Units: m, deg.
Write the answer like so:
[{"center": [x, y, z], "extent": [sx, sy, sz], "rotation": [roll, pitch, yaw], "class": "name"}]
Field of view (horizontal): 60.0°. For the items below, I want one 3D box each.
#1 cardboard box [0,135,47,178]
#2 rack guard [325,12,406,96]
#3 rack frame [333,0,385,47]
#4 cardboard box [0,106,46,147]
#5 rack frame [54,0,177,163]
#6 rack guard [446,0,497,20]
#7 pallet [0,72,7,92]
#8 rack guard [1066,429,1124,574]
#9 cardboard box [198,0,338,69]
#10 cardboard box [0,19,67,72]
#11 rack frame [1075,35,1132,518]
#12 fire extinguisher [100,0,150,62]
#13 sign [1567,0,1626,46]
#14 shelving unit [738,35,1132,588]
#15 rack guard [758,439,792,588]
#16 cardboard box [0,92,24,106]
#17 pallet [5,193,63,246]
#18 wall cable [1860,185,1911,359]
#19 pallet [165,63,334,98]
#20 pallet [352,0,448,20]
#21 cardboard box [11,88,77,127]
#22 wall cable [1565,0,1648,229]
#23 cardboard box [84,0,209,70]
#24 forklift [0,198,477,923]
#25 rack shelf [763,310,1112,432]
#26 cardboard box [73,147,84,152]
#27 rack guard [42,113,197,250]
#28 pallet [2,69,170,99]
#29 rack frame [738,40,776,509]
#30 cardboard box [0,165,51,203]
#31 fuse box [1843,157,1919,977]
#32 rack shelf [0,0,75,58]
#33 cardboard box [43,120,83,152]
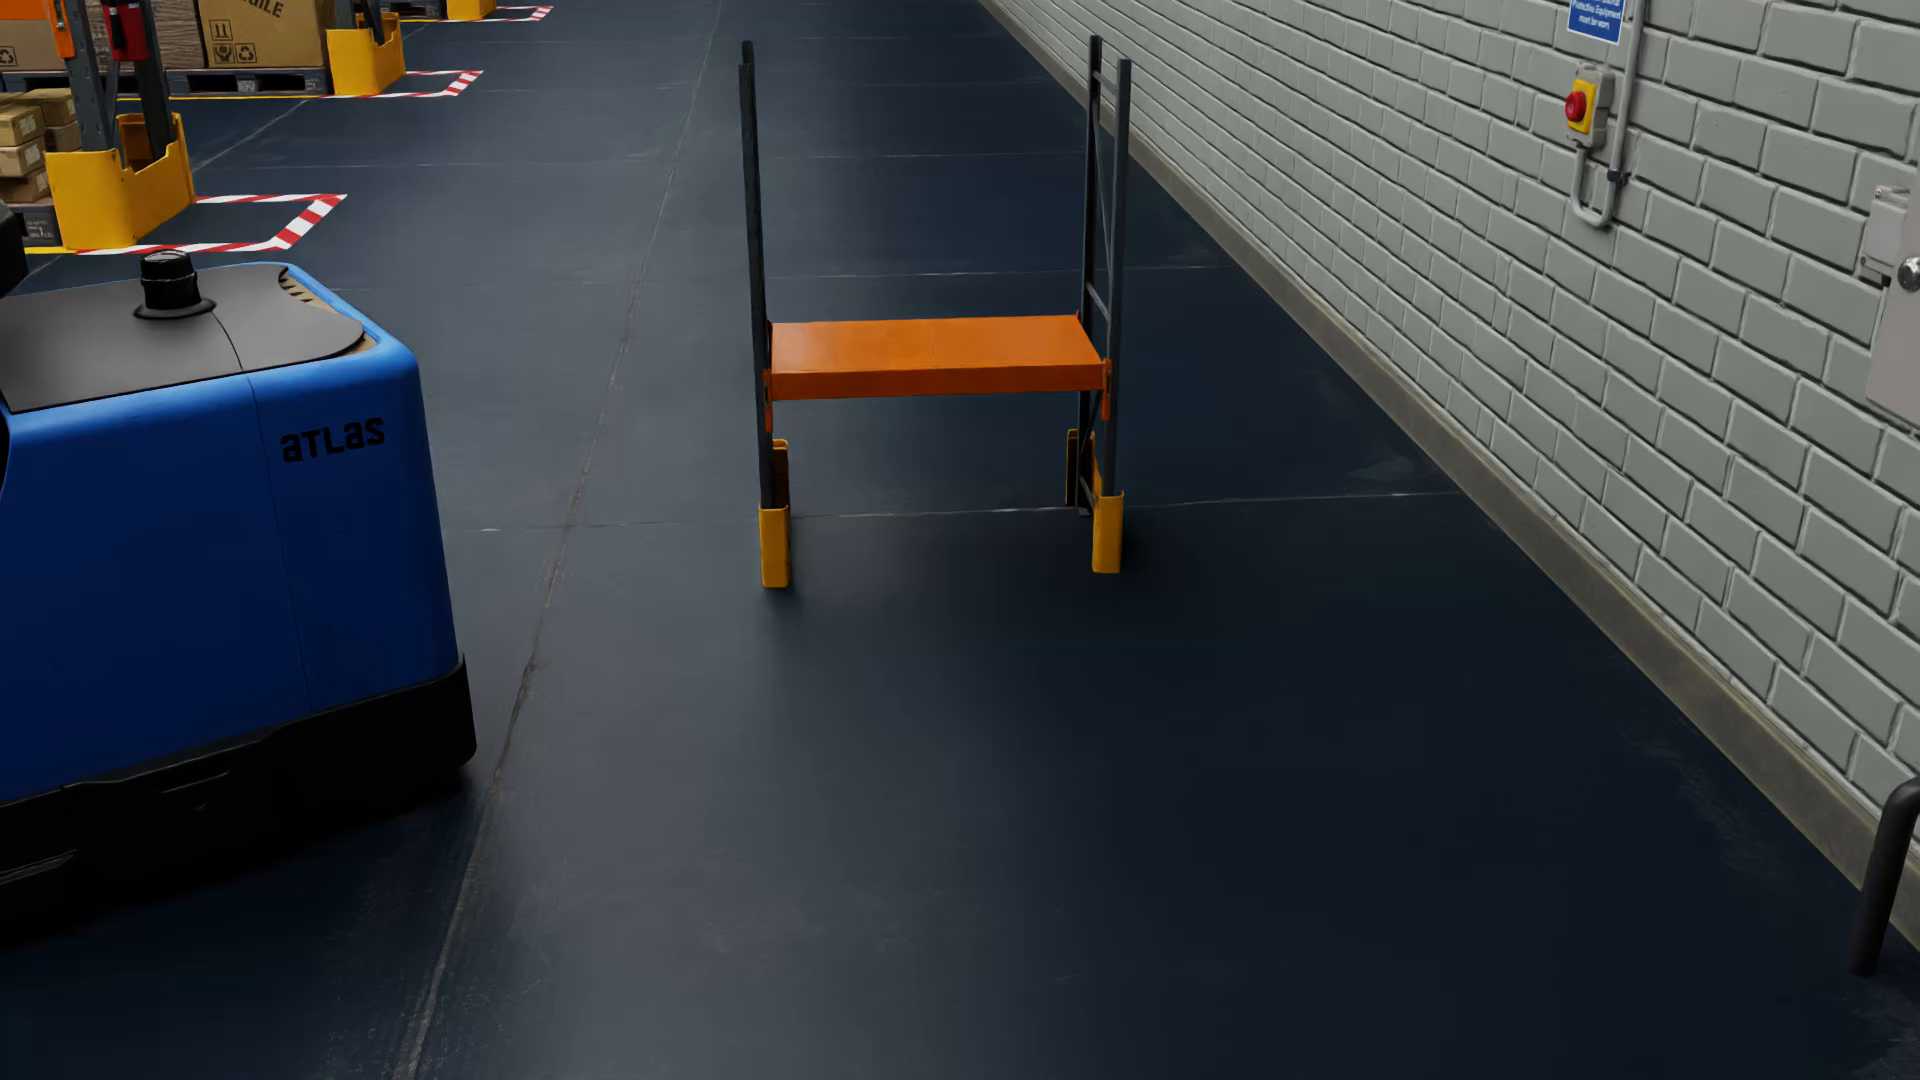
[{"center": [-4.982, -2.009, 8.704], "extent": [0.250, 0.149, 0.380], "rotation": [-3, 24, -7], "class": "cardboard box"}, {"center": [-4.848, -3.988, 13.607], "extent": [0.348, 0.500, 1.175], "rotation": [-2, 24, -5], "class": "rack guard"}, {"center": [-4.872, -5.130, 13.098], "extent": [0.127, 3.000, 1.000], "rotation": [-2, 24, -5], "class": "rack frame"}, {"center": [-4.987, -2.158, 8.673], "extent": [0.250, 0.149, 0.380], "rotation": [-2, 24, -5], "class": "cardboard box"}, {"center": [-4.485, -3.121, 8.578], "extent": [0.127, 3.000, 1.000], "rotation": [-2, 24, -5], "class": "rack frame"}, {"center": [-5.336, -5.995, 18.123], "extent": [0.348, 0.500, 1.175], "rotation": [-2, 24, -5], "class": "rack guard"}, {"center": [-8.088, -3.694, 13.302], "extent": [1.213, 0.211, 1.003], "rotation": [-2, 24, -5], "class": "pallet"}, {"center": [0.420, -0.131, 5.237], "extent": [0.087, 0.250, 0.587], "rotation": [-2, 24, -5], "class": "rack guard"}, {"center": [-5.501, -4.293, 13.314], "extent": [0.875, 0.875, 0.875], "rotation": [-2, 24, -5], "class": "cardboard box"}, {"center": [-7.292, -4.221, 13.152], "extent": [0.875, 0.875, 0.875], "rotation": [-2, 24, -5], "class": "cardboard box"}, {"center": [0.421, -0.702, 4.983], "extent": [0.032, 1.500, 0.500], "rotation": [-2, 24, -5], "class": "rack frame"}, {"center": [-4.189, -2.738, 8.272], "extent": [0.183, 0.674, 0.296], "rotation": [-2, 24, -5], "class": "fire extinguisher"}, {"center": [1.767, -1.504, 4.608], "extent": [0.001, 0.218, 0.327], "rotation": [-2, 24, -5], "class": "sign"}, {"center": [-0.076, -0.682, 4.939], "extent": [1.083, 1.500, 0.587], "rotation": [-2, 24, -5], "class": "shelving unit"}, {"center": [-0.571, -0.091, 5.148], "extent": [0.087, 0.250, 0.587], "rotation": [-2, 24, -5], "class": "rack guard"}, {"center": [-5.302, -2.339, 9.079], "extent": [0.250, 0.149, 0.380], "rotation": [-2, 24, -4], "class": "cardboard box"}, {"center": [-5.373, -1.825, 9.097], "extent": [1.213, 0.211, 1.003], "rotation": [-2, 24, -5], "class": "pallet"}, {"center": [1.862, -1.250, 3.118], "extent": [0.122, 1.984, 0.588], "rotation": [-2, 24, -5], "class": "wall cable"}, {"center": [-5.660, -3.792, 13.521], "extent": [1.213, 0.211, 1.003], "rotation": [-2, 24, -5], "class": "pallet"}, {"center": [-6.183, -5.840, 18.129], "extent": [1.213, 0.211, 1.003], "rotation": [-2, 24, -5], "class": "pallet"}, {"center": [-5.040, -2.398, 9.213], "extent": [0.250, 0.149, 0.380], "rotation": [-3, 24, -8], "class": "cardboard box"}, {"center": [1.711, -1.837, 4.401], "extent": [0.123, 1.953, 0.585], "rotation": [-2, 24, -5], "class": "wall cable"}, {"center": [-6.407, -4.256, 13.232], "extent": [0.875, 0.875, 0.875], "rotation": [-2, 24, -5], "class": "cardboard box"}, {"center": [-2.643, -0.575, 2.935], "extent": [3.031, 2.935, 1.130], "rotation": [-16, 29, -32], "class": "forklift"}, {"center": [-0.085, -0.518, 5.011], "extent": [1.000, 0.185, 0.538], "rotation": [-2, 24, -5], "class": "rack shelf"}, {"center": [-5.038, -2.118, 9.316], "extent": [0.250, 0.149, 0.380], "rotation": [-2, 24, -4], "class": "cardboard box"}, {"center": [-4.561, -1.975, 9.079], "extent": [0.348, 0.500, 1.175], "rotation": [-2, 24, -5], "class": "rack guard"}, {"center": [-6.871, -3.744, 13.414], "extent": [1.213, 0.211, 1.003], "rotation": [-2, 24, -5], "class": "pallet"}, {"center": [-0.591, -0.662, 4.892], "extent": [0.032, 1.500, 0.500], "rotation": [-2, 24, -5], "class": "rack frame"}, {"center": [-4.988, -1.905, 8.835], "extent": [0.250, 0.149, 0.380], "rotation": [-2, 24, -4], "class": "cardboard box"}, {"center": [1.772, 0.085, 2.952], "extent": [0.414, 1.711, 0.539], "rotation": [-2, 24, -5], "class": "fuse box"}, {"center": [-6.475, -2.712, 8.544], "extent": [4.000, 0.370, 1.077], "rotation": [-2, 24, -5], "class": "rack shelf"}, {"center": [-5.032, -2.229, 9.198], "extent": [0.250, 0.149, 0.380], "rotation": [-1, 24, -3], "class": "cardboard box"}]
